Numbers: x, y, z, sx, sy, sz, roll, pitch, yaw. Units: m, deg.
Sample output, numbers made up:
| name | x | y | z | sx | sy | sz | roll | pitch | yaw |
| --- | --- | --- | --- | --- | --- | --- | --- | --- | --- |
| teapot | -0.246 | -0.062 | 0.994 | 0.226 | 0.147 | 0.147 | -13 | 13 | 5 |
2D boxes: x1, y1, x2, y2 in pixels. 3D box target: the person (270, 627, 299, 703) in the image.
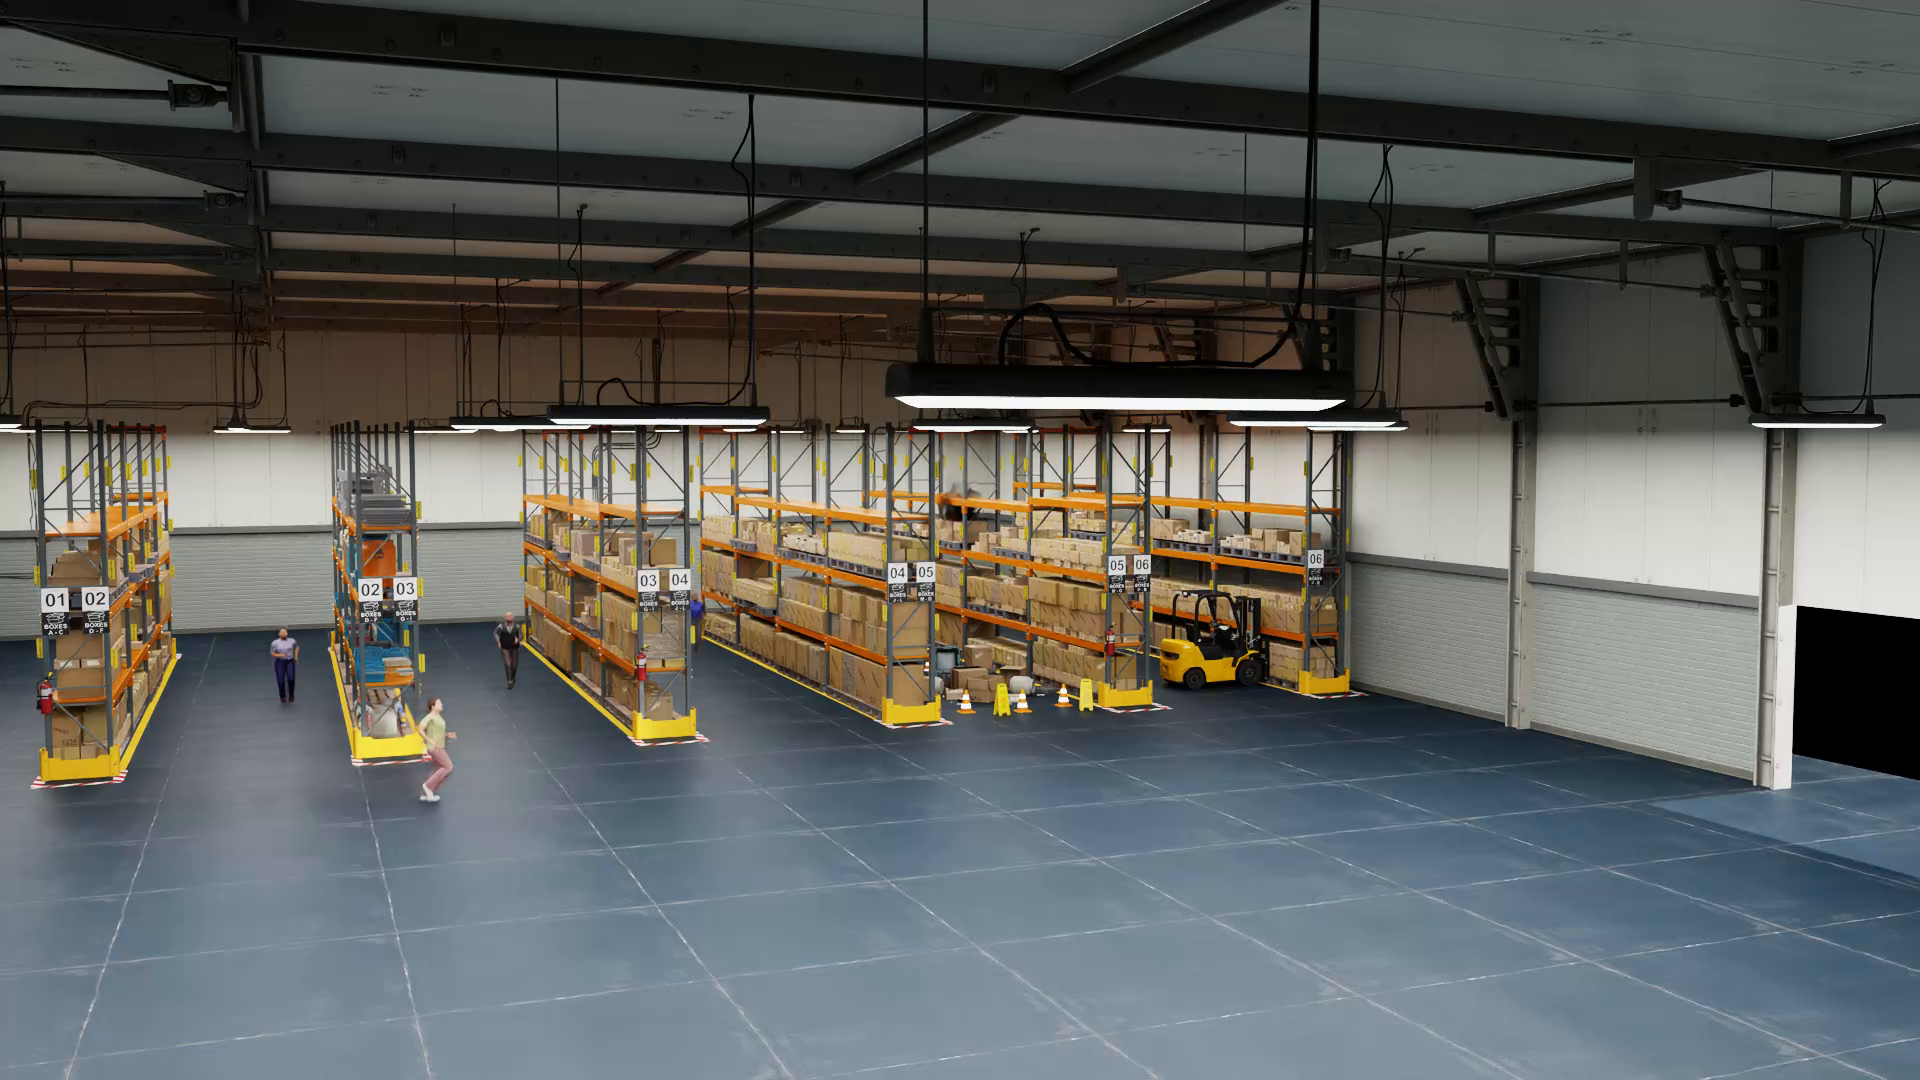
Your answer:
| name | x | y | z | sx | sy | sz | roll | pitch | yaw |
| --- | --- | --- | --- | --- | --- | --- | --- | --- | --- |
| person | -14.428 | 2.682 | 35.556 | 0.579 | 1.629 | 0.643 | -2 | 4 | -24 |

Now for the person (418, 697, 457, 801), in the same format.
| name | x | y | z | sx | sy | sz | roll | pitch | yaw |
| --- | --- | --- | --- | --- | --- | --- | --- | --- | --- |
| person | -8.184 | 3.266 | 26.044 | 0.565 | 1.629 | 0.554 | 0 | 4 | -3 |

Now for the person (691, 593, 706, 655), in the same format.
| name | x | y | z | sx | sy | sz | roll | pitch | yaw |
| --- | --- | --- | --- | --- | --- | --- | --- | --- | --- |
| person | -6.961 | 2.246 | 43.728 | 0.583 | 1.525 | 0.558 | -2 | 4 | -23 |

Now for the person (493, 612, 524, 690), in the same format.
| name | x | y | z | sx | sy | sz | roll | pitch | yaw |
| --- | --- | --- | --- | --- | --- | --- | --- | --- | --- |
| person | -10.267 | 2.501 | 37.880 | 0.665 | 1.725 | 0.803 | -2 | 4 | -23 |

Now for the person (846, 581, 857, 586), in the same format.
| name | x | y | z | sx | sy | sz | roll | pitch | yaw |
| --- | --- | --- | --- | --- | --- | --- | --- | --- | --- |
| person | -3.290 | 1.762 | 51.202 | 0.821 | 1.562 | 0.571 | -1 | 4 | -11 |
